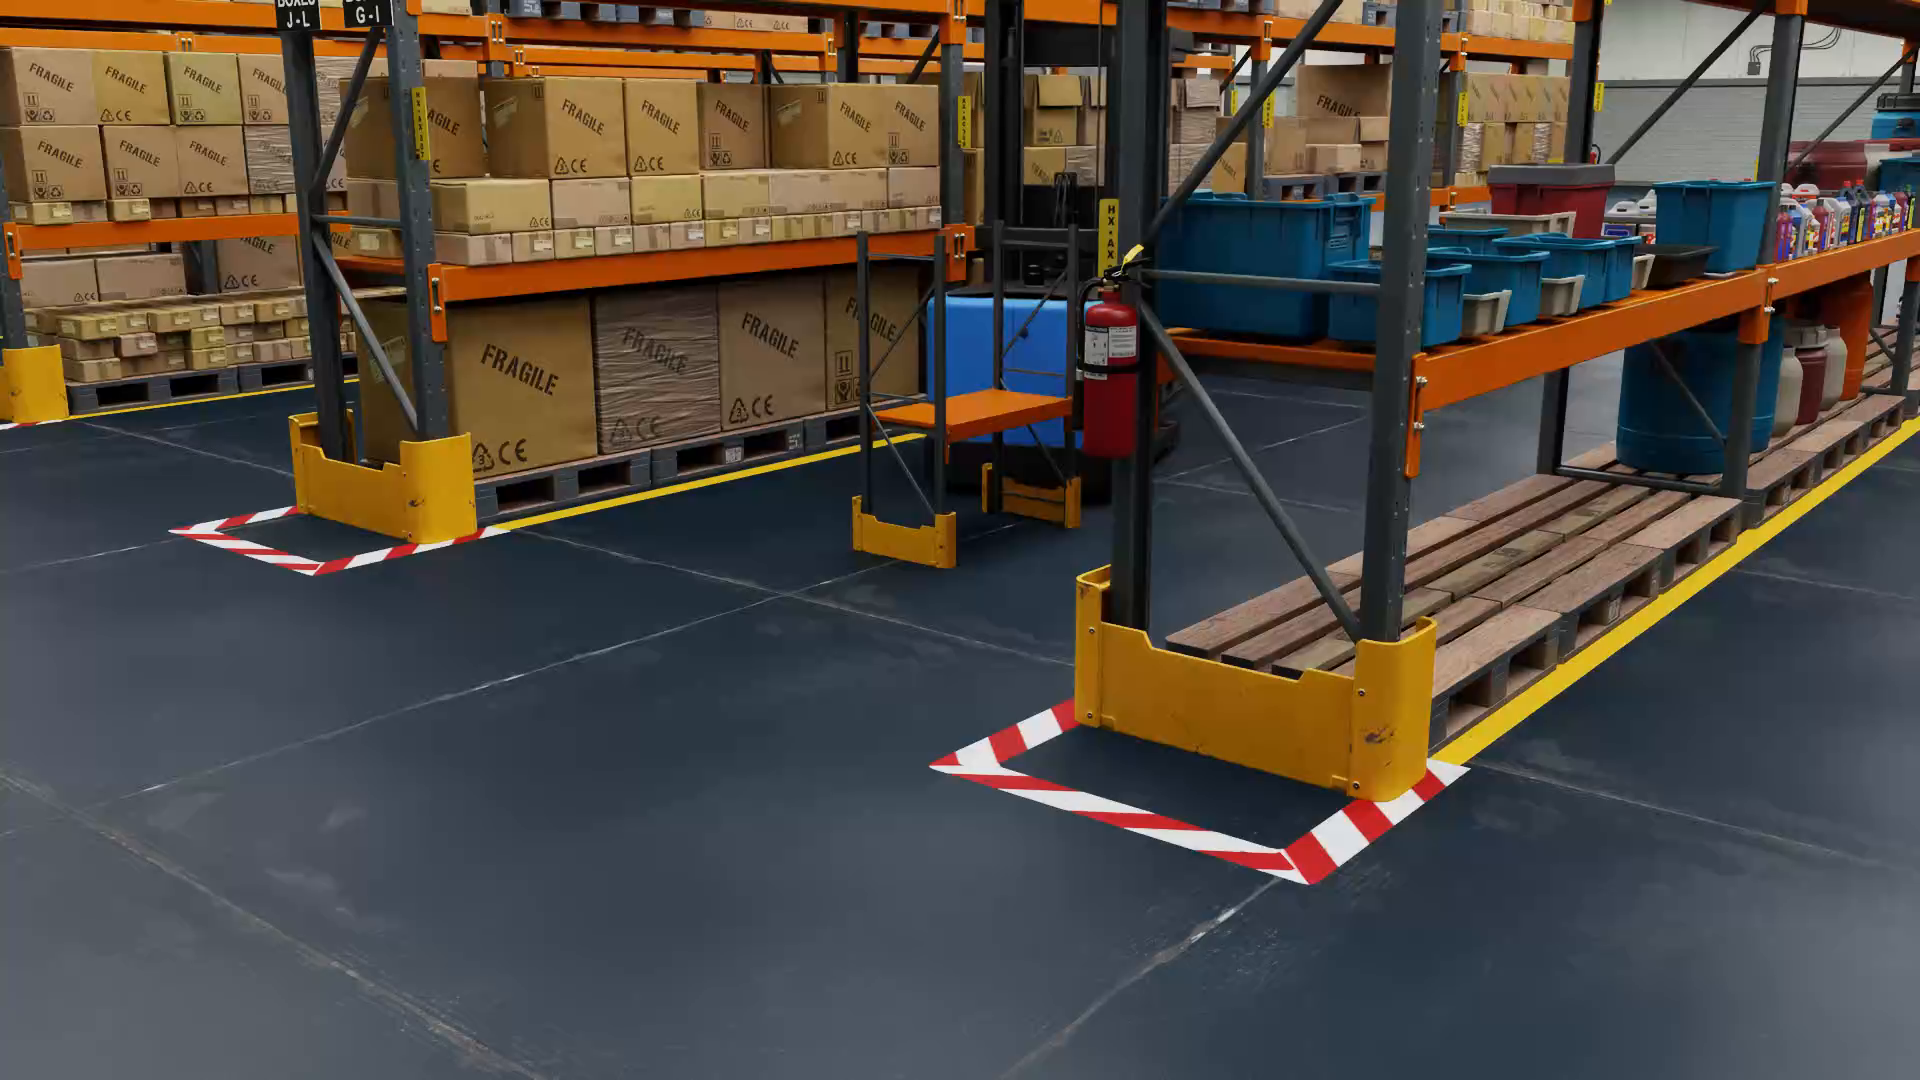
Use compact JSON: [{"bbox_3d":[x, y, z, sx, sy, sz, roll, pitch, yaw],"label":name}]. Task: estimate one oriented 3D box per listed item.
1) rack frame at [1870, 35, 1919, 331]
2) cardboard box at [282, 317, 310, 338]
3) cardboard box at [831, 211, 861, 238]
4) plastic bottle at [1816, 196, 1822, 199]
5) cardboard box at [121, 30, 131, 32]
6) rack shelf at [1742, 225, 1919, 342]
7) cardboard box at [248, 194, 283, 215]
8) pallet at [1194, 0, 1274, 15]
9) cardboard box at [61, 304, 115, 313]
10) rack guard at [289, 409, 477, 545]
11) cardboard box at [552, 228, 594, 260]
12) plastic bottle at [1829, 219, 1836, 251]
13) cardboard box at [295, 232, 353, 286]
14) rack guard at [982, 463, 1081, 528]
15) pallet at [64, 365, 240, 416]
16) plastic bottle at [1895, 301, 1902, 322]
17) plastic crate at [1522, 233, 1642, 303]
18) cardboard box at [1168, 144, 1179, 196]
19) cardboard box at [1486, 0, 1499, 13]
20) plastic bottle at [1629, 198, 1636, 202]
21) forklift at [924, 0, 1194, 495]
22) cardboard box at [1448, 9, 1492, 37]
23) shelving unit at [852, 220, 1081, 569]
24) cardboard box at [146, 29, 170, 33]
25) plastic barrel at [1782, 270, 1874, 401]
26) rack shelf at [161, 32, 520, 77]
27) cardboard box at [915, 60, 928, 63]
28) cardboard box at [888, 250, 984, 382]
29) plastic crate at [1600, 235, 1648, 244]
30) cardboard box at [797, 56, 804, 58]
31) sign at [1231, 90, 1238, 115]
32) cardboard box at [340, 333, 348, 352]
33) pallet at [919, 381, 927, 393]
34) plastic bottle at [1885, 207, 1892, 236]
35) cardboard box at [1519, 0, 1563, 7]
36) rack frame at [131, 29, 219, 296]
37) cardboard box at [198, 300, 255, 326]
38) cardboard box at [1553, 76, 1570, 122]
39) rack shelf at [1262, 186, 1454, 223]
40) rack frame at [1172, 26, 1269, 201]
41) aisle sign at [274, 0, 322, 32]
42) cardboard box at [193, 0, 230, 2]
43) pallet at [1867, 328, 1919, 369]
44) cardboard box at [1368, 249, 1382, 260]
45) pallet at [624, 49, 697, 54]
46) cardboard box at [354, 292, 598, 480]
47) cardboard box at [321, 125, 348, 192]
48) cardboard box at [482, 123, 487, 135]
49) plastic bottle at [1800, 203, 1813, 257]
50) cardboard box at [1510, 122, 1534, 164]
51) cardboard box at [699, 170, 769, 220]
[{"bbox_3d":[8.475,-3.084,14.172,1.000,3.000,0.127,11,18,38],"label":"rack frame"},{"bbox_3d":[-5.230,-1.677,12.965,0.380,0.149,0.250,12,19,40],"label":"cardboard box"},{"bbox_3d":[-0.827,-1.940,10.178,0.380,0.149,0.250,12,18,39],"label":"cardboard box"},{"bbox_3d":[4.866,-1.819,9.452,0.097,0.271,0.097,0,14,0],"label":"plastic bottle"},{"bbox_3d":[-10.533,-6.498,20.971,0.380,0.149,0.250,12,18,39],"label":"cardboard box"},{"bbox_3d":[4.704,-1.587,9.738,1.077,0.370,4.000,11,18,38],"label":"rack shelf"},{"bbox_3d":[-5.315,-2.536,12.523,0.380,0.149,0.250,12,19,40],"label":"cardboard box"},{"bbox_3d":[1.745,-4.316,13.310,1.213,0.211,1.003,12,19,40],"label":"pallet"},{"bbox_3d":[-6.376,-1.630,12.175,0.380,0.149,0.250,12,18,39],"label":"cardboard box"},{"bbox_3d":[-2.935,-0.337,8.433,1.175,0.500,0.348,11,18,38],"label":"rack guard"},{"bbox_3d":[-2.119,-1.546,8.628,0.380,0.149,0.250,11,18,36],"label":"cardboard box"},{"bbox_3d":[4.710,-1.681,9.051,0.097,0.201,0.097,0,14,0],"label":"plastic bottle"},{"bbox_3d":[-7.224,-3.331,18.607,0.875,0.875,0.875,12,19,39],"label":"cardboard box"},{"bbox_3d":[0.361,-0.231,8.525,0.587,0.250,0.087,11,18,38],"label":"rack guard"},{"bbox_3d":[-6.128,-1.153,12.232,1.003,0.211,1.213,11,18,38],"label":"pallet"},{"bbox_3d":[8.461,-2.059,14.926,0.097,0.201,0.097,0,14,0],"label":"plastic bottle"},{"bbox_3d":[2.360,-1.040,6.344,0.416,0.233,0.300,11,18,38],"label":"plastic crate"},{"bbox_3d":[1.349,-2.806,12.873,0.500,0.500,0.500,11,18,36],"label":"cardboard box"},{"bbox_3d":[5.369,-5.550,17.281,0.380,0.149,0.250,11,18,38],"label":"cardboard box"},{"bbox_3d":[3.553,-1.673,8.852,0.061,0.283,0.133,11,18,38],"label":"plastic bottle"},{"bbox_3d":[0.750,-1.981,9.969,1.130,2.935,3.031,5,15,18],"label":"forklift"},{"bbox_3d":[5.105,-5.279,17.022,0.500,0.250,0.500,10,18,35],"label":"cardboard box"},{"bbox_3d":[0.048,-0.742,7.996,0.587,1.500,1.083,11,18,38],"label":"shelving unit"},{"bbox_3d":[-10.327,-6.613,21.464,0.380,0.149,0.250,12,19,39],"label":"cardboard box"},{"bbox_3d":[5.667,-1.374,10.993,0.600,0.830,0.708,11,18,38],"label":"plastic barrel"},{"bbox_3d":[-6.857,-5.341,18.422,1.077,0.370,4.000,11,18,38],"label":"rack shelf"},{"bbox_3d":[-0.709,-7.318,25.256,0.380,0.149,0.250,11,18,38],"label":"cardboard box"},{"bbox_3d":[-0.019,-1.618,11.863,1.225,0.875,0.875,11,18,38],"label":"cardboard box"},{"bbox_3d":[3.043,-1.387,7.903,0.396,0.136,0.243,11,18,38],"label":"plastic crate"},{"bbox_3d":[-2.421,-6.844,23.391,0.380,0.149,0.250,11,18,38],"label":"cardboard box"},{"bbox_3d":[3.755,-5.993,22.790,0.100,0.325,0.005,11,18,38],"label":"sign"},{"bbox_3d":[-5.048,-1.562,13.116,0.380,0.149,0.250,12,18,39],"label":"cardboard box"},{"bbox_3d":[0.021,-1.127,12.129,1.003,0.211,1.213,11,18,38],"label":"pallet"},{"bbox_3d":[5.623,-1.959,10.146,0.097,0.201,0.097,0,14,0],"label":"plastic bottle"},{"bbox_3d":[6.359,-6.170,18.402,0.500,0.500,0.500,11,18,38],"label":"cardboard box"},{"bbox_3d":[-8.114,-3.852,17.195,1.000,3.000,0.127,11,18,38],"label":"rack frame"},{"bbox_3d":[-5.510,-1.709,12.488,0.380,0.149,0.250,12,19,40],"label":"cardboard box"},{"bbox_3d":[6.673,-5.054,19.087,0.500,0.500,0.500,11,18,38],"label":"cardboard box"},{"bbox_3d":[3.365,-3.119,15.770,1.077,0.370,4.000,11,18,38],"label":"rack shelf"},{"bbox_3d":[2.108,-3.085,14.174,1.000,3.000,0.127,11,18,38],"label":"rack frame"},{"bbox_3d":[-3.198,-2.845,7.951,0.394,0.787,0.004,11,18,38],"label":"aisle sign"},{"bbox_3d":[-5.585,-3.968,11.863,0.500,0.250,0.500,11,18,36],"label":"cardboard box"},{"bbox_3d":[8.012,-1.576,13.900,1.003,0.211,1.213,11,18,38],"label":"pallet"},{"bbox_3d":[3.905,-2.650,16.645,0.700,0.500,0.500,11,18,37],"label":"cardboard box"},{"bbox_3d":[-4.206,-6.446,21.696,1.213,0.211,1.003,11,18,38],"label":"pallet"},{"bbox_3d":[-2.580,-0.861,8.884,0.875,0.875,0.875,11,18,38],"label":"cardboard box"},{"bbox_3d":[-4.925,-2.968,12.905,0.500,0.500,0.500,11,18,37],"label":"cardboard box"},{"bbox_3d":[-4.099,-3.583,14.584,0.380,0.149,0.250,12,19,40],"label":"cardboard box"},{"bbox_3d":[4.358,-1.608,8.621,0.097,0.271,0.097,0,14,0],"label":"plastic bottle"},{"bbox_3d":[5.877,-4.411,18.587,0.875,0.500,0.500,11,18,38],"label":"cardboard box"},{"bbox_3d":[-1.444,-1.971,9.491,0.500,0.250,0.500,11,18,36],"label":"cardboard box"}]
